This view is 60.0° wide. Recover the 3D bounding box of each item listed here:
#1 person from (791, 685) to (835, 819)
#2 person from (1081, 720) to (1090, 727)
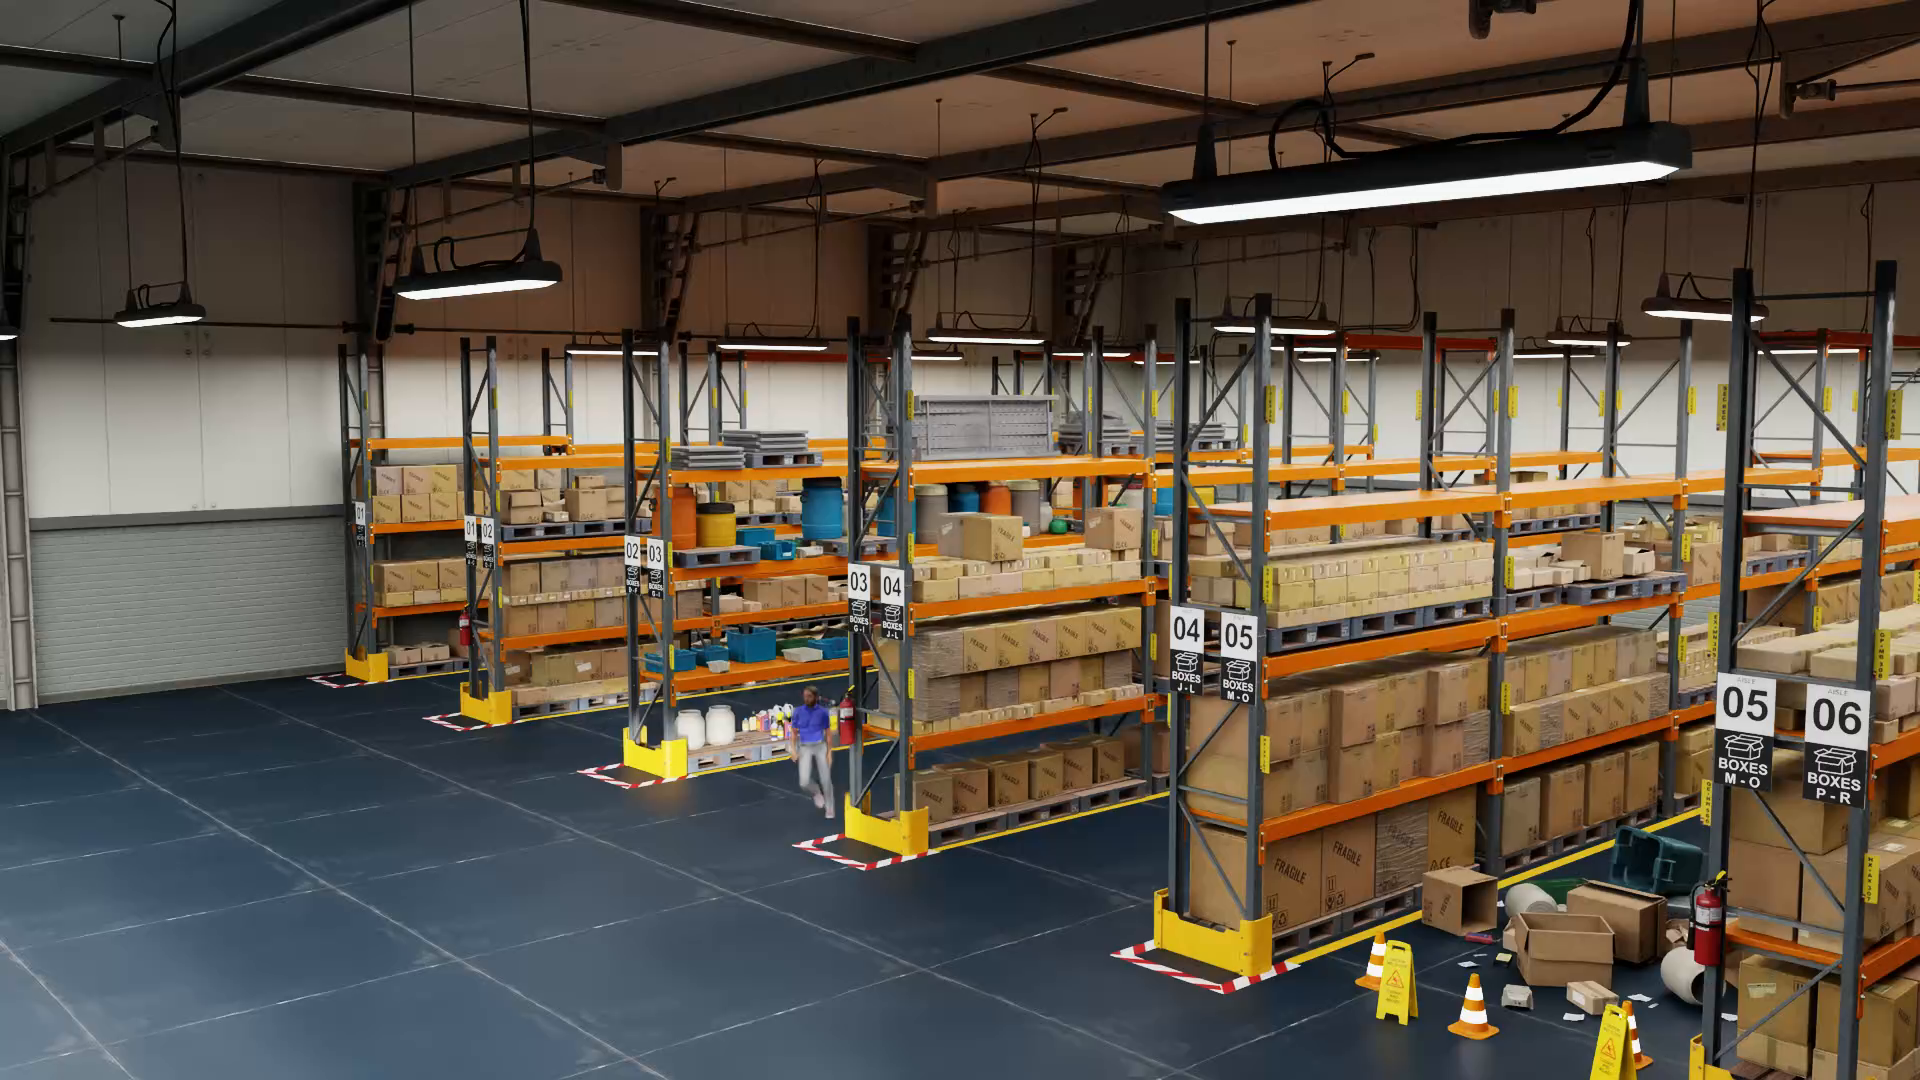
[{"bbox_3d":[-1.771,2.540,20.087,0.529,1.633,0.497,0,5,1],"label":"person"},{"bbox_3d":[1.830,2.125,25.296,0.976,1.531,0.741,-3,6,-30],"label":"person"}]
